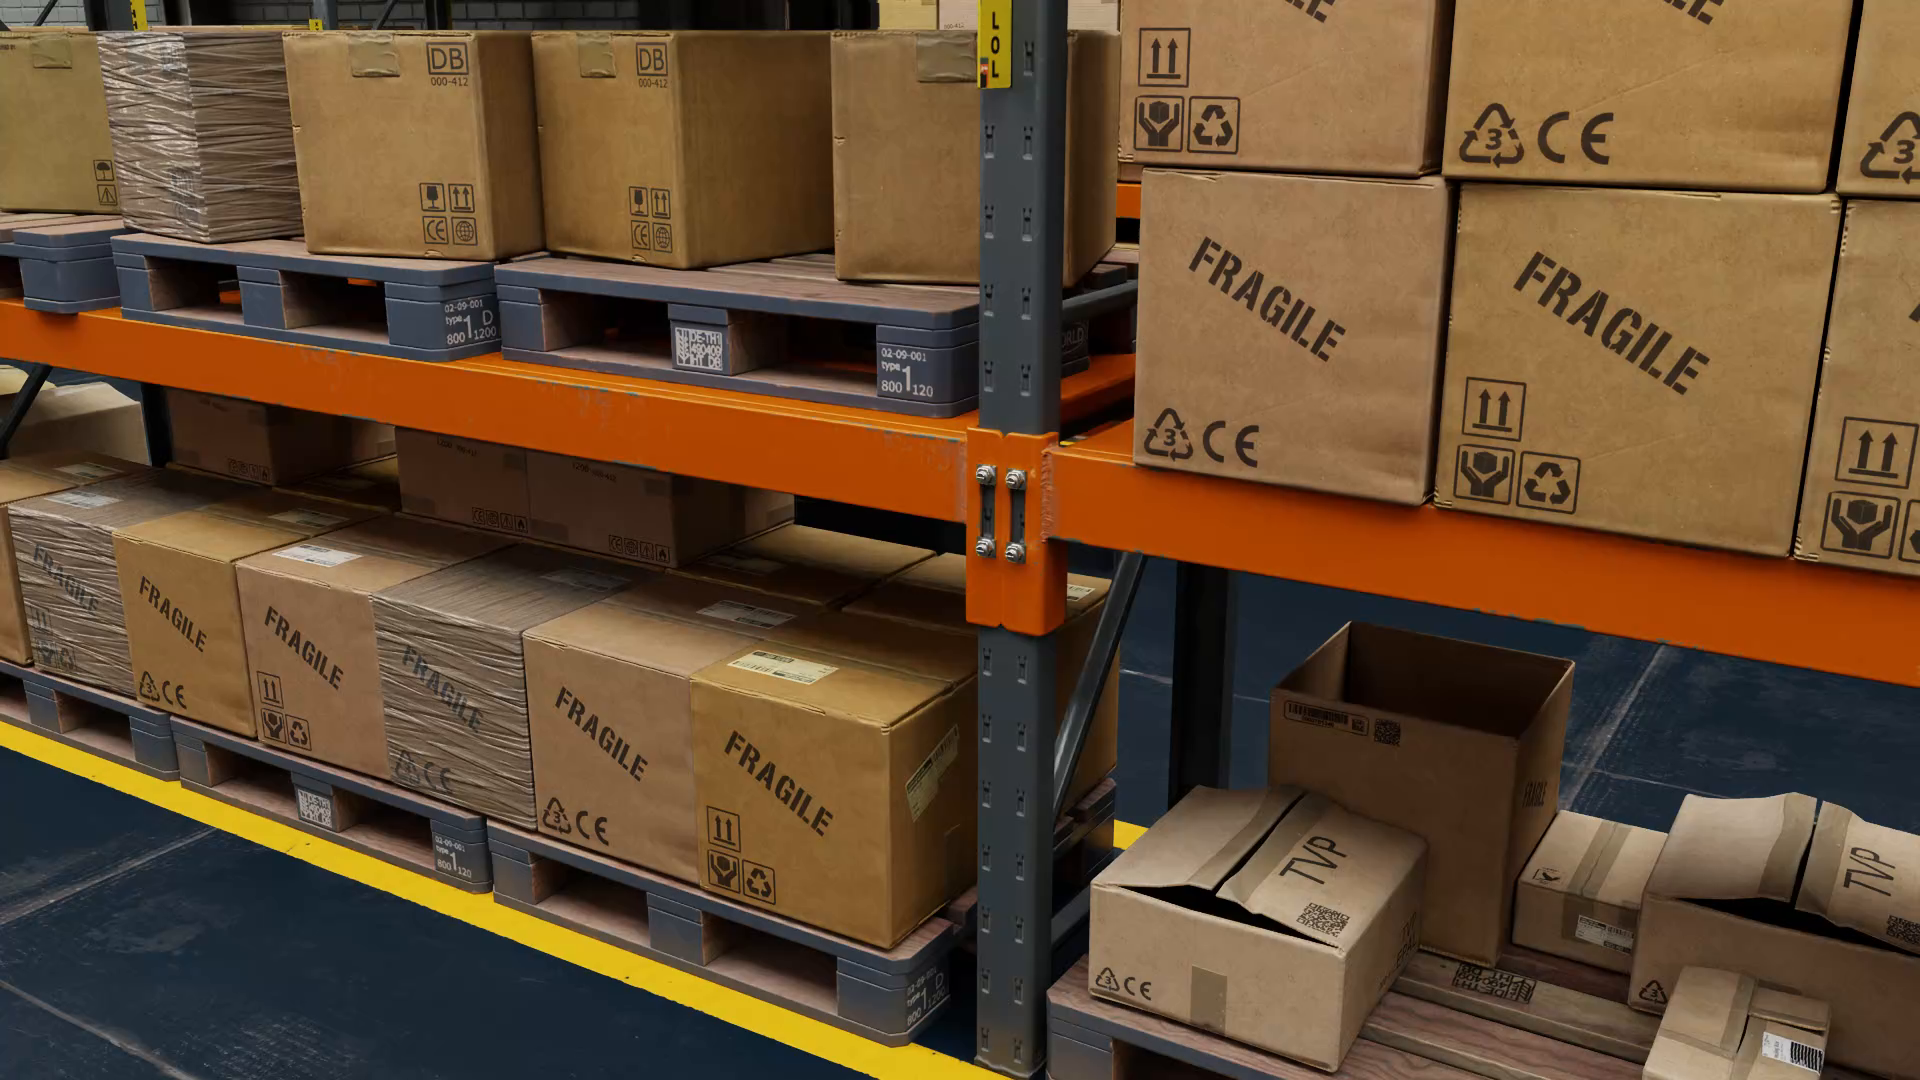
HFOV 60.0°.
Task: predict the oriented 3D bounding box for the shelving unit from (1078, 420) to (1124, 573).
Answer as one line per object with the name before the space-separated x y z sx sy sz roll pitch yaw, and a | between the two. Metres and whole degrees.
shelving unit | 0.428 -0.510 6.494 0.503 1.200 0.258 9 19 26

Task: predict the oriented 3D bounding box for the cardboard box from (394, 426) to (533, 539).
cardboard box | -1.220 -0.220 4.697 0.500 0.250 0.500 10 19 29

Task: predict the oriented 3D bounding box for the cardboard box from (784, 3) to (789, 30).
cardboard box | -0.785 -2.934 9.333 0.250 0.149 0.380 7 18 23

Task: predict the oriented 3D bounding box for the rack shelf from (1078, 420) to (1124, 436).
rack shelf | 0.428 -0.445 6.514 0.480 0.148 0.258 9 19 26

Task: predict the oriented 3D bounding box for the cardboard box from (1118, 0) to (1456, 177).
cardboard box | 0.598 -0.869 2.689 0.500 0.500 0.500 11 20 31

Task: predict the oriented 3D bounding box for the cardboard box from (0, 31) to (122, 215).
cardboard box | -2.469 -1.273 5.018 0.500 0.500 0.700 4 17 12

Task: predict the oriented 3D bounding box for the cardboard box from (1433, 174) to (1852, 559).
cardboard box | 1.074 -0.310 2.568 0.500 0.500 0.500 11 20 31

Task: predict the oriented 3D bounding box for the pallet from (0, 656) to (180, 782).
pallet | -2.448 0.365 5.318 1.213 0.211 1.003 10 20 30

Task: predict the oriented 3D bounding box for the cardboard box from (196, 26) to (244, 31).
cardboard box | -4.877 -3.295 11.501 0.500 0.500 0.500 10 20 30

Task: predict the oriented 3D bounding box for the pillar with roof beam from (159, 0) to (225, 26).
pillar with roof beam | -8.496 -5.449 9.337 0.400 9.000 9.100 10 20 30

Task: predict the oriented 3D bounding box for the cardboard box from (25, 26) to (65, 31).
cardboard box | -6.627 -3.609 12.534 0.500 0.500 0.500 10 20 30

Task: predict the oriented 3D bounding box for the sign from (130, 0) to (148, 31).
sign | -2.789 -1.745 5.608 0.005 0.325 0.100 10 20 30

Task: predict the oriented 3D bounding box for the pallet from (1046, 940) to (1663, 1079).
pallet | 0.929 0.955 3.375 1.213 0.211 1.003 10 20 30

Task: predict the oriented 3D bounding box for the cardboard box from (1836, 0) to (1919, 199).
cardboard box | 1.476 -0.712 2.173 0.500 0.500 0.500 9 19 28

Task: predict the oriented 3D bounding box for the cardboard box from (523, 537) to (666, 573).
cardboard box | -0.823 0.211 4.569 0.500 0.500 0.500 10 20 31

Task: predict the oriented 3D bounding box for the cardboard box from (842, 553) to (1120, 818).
cardboard box | 0.059 0.367 4.054 0.500 0.500 0.500 9 19 28

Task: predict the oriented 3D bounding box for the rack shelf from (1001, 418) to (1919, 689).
rack shelf | 2.048 0.164 2.417 4.000 0.370 1.077 10 20 30

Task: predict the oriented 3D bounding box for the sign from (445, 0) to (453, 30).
sign | -3.596 -3.620 11.647 0.005 0.325 0.100 10 20 30

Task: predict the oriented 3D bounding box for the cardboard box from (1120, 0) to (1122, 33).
cardboard box | 1.102 -2.513 7.985 0.500 0.250 0.500 10 19 29

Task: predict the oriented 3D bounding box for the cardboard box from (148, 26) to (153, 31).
cardboard box | -5.744 -3.453 12.021 0.500 0.500 0.500 11 20 32

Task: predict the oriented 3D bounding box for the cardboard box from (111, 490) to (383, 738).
cardboard box | -1.952 0.189 4.643 0.500 0.500 0.500 10 19 29

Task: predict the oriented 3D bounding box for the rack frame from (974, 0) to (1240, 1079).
rack frame | 0.344 -0.484 3.314 0.127 3.000 1.000 10 20 30

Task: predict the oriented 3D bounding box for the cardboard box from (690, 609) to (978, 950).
cardboard box | -0.226 0.497 3.627 0.500 0.500 0.500 10 20 30

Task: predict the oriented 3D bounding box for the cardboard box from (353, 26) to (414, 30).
cardboard box | -4.175 -3.348 11.676 0.500 0.500 0.500 10 19 29

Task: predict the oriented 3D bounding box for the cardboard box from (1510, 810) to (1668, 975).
cardboard box | 1.329 0.728 3.472 0.250 0.149 0.380 10 20 30

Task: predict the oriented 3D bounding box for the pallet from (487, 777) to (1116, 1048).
pallet | -0.369 0.736 4.096 1.213 0.211 1.003 10 20 30

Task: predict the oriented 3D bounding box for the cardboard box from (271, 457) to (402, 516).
cardboard box | -1.704 0.056 5.080 0.500 0.500 0.500 9 19 28

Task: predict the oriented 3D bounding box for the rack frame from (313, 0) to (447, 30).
rack frame | -3.884 -2.928 11.361 0.127 3.000 1.000 10 20 30

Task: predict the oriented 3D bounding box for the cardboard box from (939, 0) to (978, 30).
cardboard box | 0.235 -2.664 8.482 0.500 0.250 0.500 10 19 29

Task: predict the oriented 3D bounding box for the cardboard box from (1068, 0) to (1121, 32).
cardboard box | 0.663 -2.589 8.235 0.500 0.250 0.500 10 20 30

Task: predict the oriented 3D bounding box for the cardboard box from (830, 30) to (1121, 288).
cardboard box | 0.057 -0.860 3.658 0.500 0.500 0.700 4 17 12

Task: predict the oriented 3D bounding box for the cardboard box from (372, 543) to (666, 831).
cardboard box | -1.070 0.344 4.133 0.500 0.500 0.500 10 20 31

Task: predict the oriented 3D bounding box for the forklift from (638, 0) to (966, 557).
forklift | -1.146 -1.576 7.025 3.031 2.935 1.130 9 19 26

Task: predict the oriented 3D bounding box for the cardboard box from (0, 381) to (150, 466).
cardboard box | -3.357 -0.399 6.076 0.500 0.311 0.500 11 20 32

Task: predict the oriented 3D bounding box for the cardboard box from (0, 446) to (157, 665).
cardboard box | -2.826 0.033 5.156 0.500 0.500 0.500 11 20 32

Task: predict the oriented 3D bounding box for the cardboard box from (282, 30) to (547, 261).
cardboard box | -1.194 -0.986 4.073 0.500 0.500 0.700 5 18 16

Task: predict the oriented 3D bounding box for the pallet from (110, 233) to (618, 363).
pallet | -1.405 -0.706 4.375 1.213 0.211 1.003 10 20 30

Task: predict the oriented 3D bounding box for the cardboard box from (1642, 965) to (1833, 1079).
cardboard box | 1.331 0.908 2.850 0.250 0.166 0.380 10 20 30

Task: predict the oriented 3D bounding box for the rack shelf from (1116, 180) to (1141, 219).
rack shelf | 1.229 -1.672 8.461 4.000 0.370 1.077 10 20 30

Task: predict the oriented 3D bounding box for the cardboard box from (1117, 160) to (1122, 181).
cardboard box | 0.795 -1.913 8.416 0.250 0.149 0.380 10 20 31
